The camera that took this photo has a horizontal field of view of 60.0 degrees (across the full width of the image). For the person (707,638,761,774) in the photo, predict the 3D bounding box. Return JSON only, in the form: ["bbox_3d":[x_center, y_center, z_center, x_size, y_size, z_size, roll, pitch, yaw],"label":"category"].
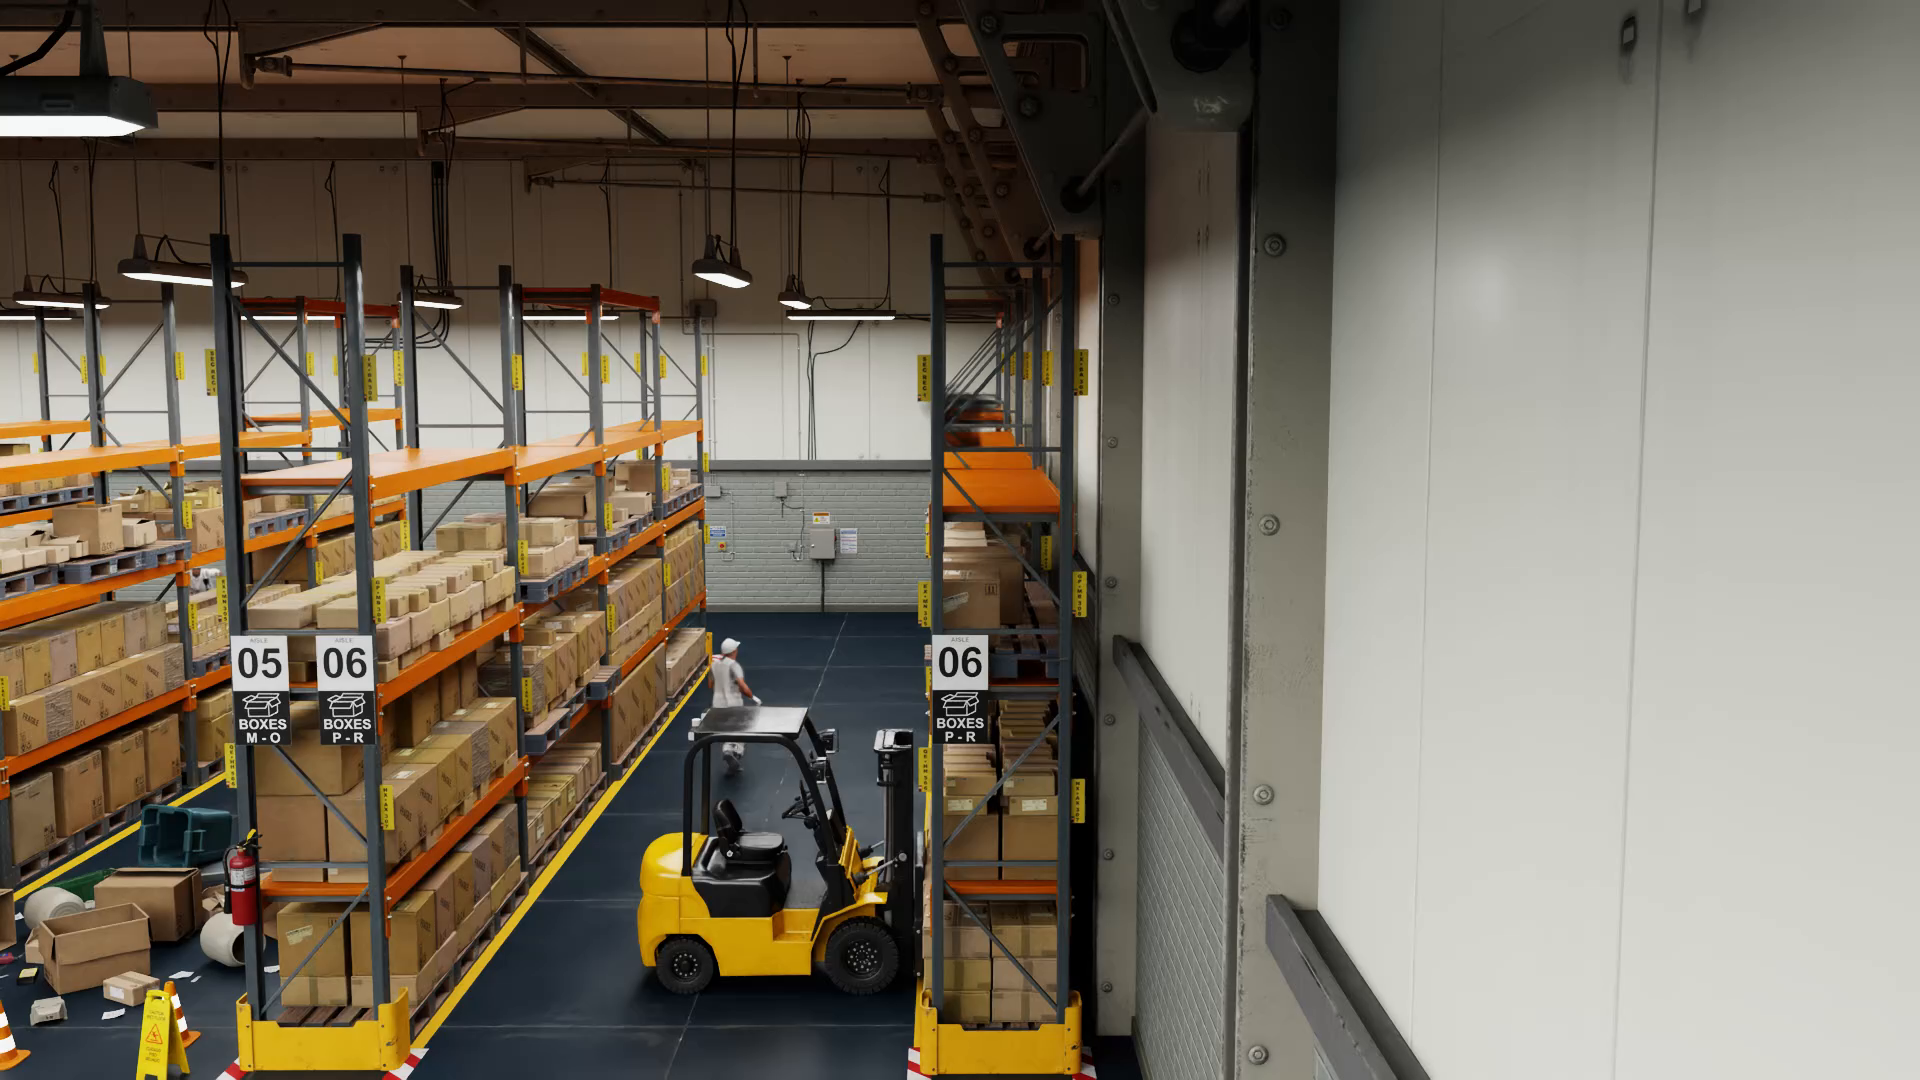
[{"bbox_3d":[-2.847,2.077,20.605,0.774,1.695,0.582,3,7,25],"label":"person"}]

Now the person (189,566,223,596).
[{"bbox_3d":[-13.506,1.103,29.650,0.696,1.576,0.936,-2,7,-15],"label":"person"}]
